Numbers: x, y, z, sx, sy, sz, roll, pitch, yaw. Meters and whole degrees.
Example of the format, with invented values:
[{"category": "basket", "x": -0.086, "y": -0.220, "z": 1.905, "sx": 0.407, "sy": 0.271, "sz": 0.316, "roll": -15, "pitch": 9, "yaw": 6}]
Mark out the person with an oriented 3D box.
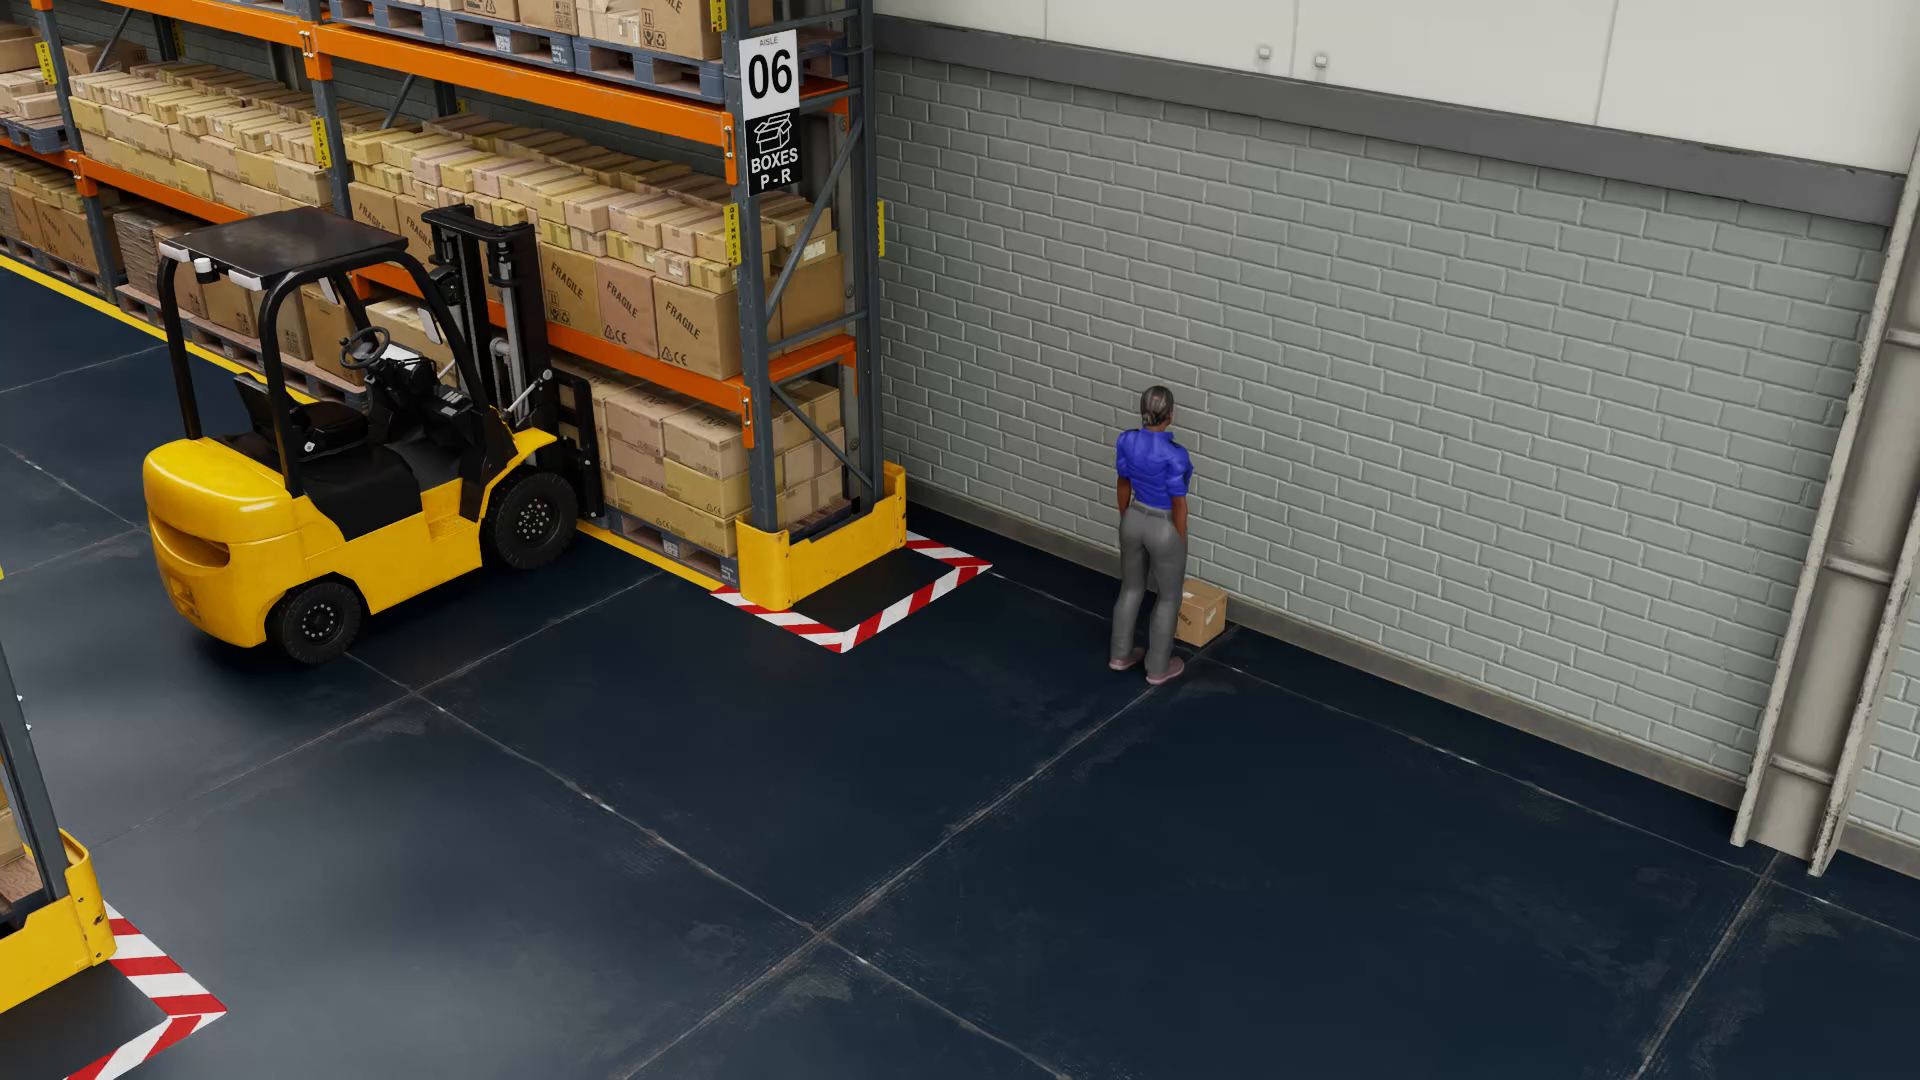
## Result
[{"category": "person", "x": 1.001, "y": -0.035, "z": 8.709, "sx": 0.437, "sy": 1.666, "sz": 0.306, "roll": 22, "pitch": 35, "yaw": 35}]
